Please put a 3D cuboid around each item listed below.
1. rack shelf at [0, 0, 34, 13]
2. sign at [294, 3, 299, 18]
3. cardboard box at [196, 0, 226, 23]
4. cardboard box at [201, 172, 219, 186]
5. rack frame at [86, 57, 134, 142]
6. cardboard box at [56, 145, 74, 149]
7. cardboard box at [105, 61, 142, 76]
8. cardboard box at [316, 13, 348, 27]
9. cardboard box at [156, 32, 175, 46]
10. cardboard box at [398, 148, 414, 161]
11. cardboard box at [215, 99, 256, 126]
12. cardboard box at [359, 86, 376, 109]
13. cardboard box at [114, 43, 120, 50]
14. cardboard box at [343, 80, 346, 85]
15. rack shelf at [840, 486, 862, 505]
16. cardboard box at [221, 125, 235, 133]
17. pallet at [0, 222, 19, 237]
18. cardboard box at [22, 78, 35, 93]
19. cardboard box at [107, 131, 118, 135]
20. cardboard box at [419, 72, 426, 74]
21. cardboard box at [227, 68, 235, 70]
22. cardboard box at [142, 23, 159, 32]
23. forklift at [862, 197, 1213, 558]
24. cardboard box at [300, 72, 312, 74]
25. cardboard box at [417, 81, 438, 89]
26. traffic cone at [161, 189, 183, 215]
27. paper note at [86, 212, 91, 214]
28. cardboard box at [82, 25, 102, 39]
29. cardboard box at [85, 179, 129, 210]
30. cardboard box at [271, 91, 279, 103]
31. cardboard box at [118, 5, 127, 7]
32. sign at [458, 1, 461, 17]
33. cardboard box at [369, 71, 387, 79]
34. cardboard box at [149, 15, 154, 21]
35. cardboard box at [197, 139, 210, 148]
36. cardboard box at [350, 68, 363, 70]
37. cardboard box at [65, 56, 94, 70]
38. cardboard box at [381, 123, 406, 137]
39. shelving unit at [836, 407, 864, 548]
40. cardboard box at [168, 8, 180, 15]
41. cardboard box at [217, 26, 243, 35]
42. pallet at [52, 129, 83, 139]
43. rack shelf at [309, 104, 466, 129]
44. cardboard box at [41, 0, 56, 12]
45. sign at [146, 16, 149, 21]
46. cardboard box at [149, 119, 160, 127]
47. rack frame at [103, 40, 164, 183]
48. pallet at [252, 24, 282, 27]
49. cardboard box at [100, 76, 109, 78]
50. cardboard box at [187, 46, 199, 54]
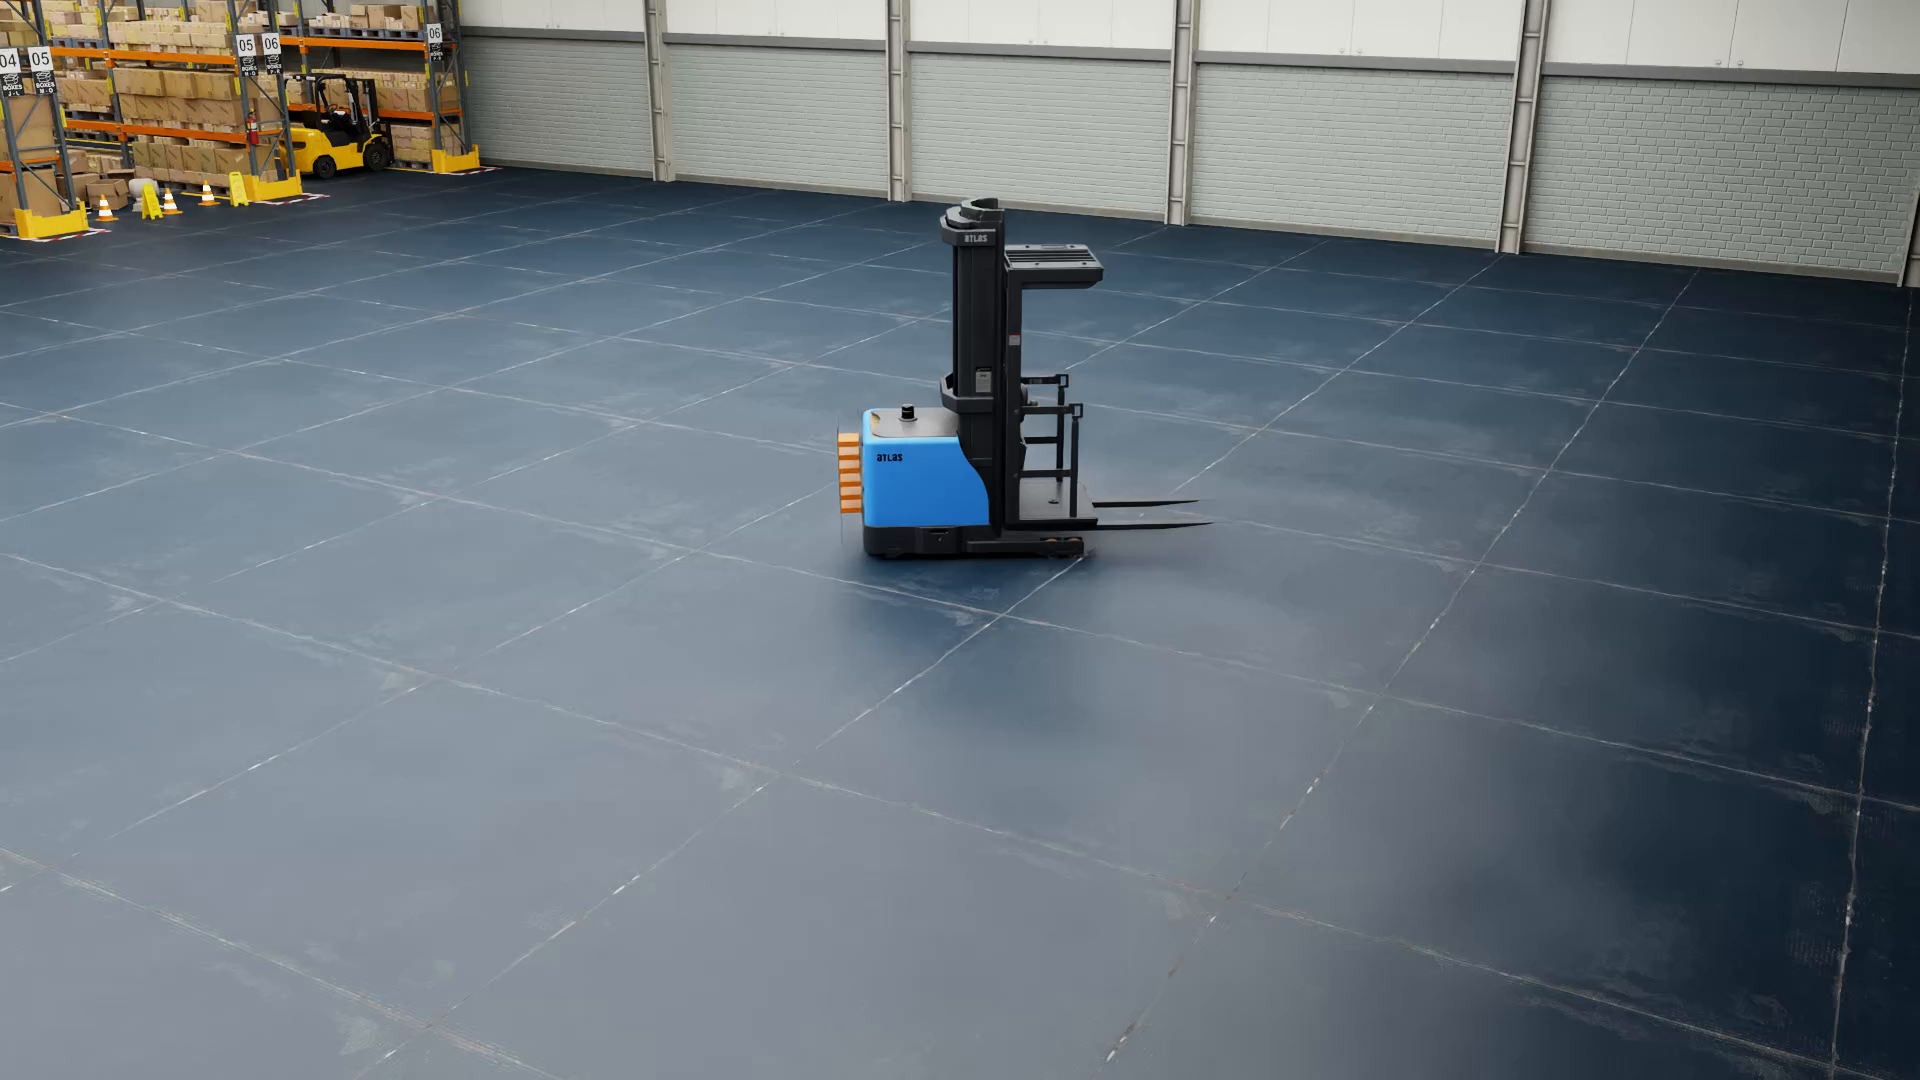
[{"bbox_3d":[-18.007,-9.542,29.412,4.000,0.370,1.077,11,23,27],"label":"rack shelf"},{"bbox_3d":[-15.266,-12.187,38.242,0.005,0.325,0.100,11,23,27],"label":"sign"},{"bbox_3d":[-17.988,-12.723,40.030,0.500,0.500,0.500,11,23,28],"label":"cardboard box"},{"bbox_3d":[-15.221,-7.453,34.227,0.500,0.250,0.500,11,23,27],"label":"cardboard box"},{"bbox_3d":[-21.994,-11.879,43.013,0.127,3.000,1.000,11,23,27],"label":"rack frame"},{"bbox_3d":[-20.431,-8.601,37.213,0.625,0.372,0.950,9,22,24],"label":"cardboard box"},{"bbox_3d":[-21.229,-11.891,42.281,0.500,0.500,0.700,11,23,28],"label":"cardboard box"},{"bbox_3d":[-14.403,-11.951,38.179,0.500,0.311,0.500,11,23,28],"label":"cardboard box"},{"bbox_3d":[-15.849,-10.142,33.608,0.500,0.250,0.500,11,23,28],"label":"cardboard box"},{"bbox_3d":[-12.512,-8.858,38.101,0.500,0.250,0.500,11,23,27],"label":"cardboard box"},{"bbox_3d":[-14.543,-8.601,33.391,0.500,0.500,0.500,10,22,26],"label":"cardboard box"},{"bbox_3d":[-13.416,-10.189,38.206,0.500,0.500,0.500,11,23,28],"label":"cardboard box"},{"bbox_3d":[-17.273,-10.237,34.453,0.250,0.149,0.380,10,22,26],"label":"cardboard box"},{"bbox_3d":[-13.985,-10.585,38.346,0.250,0.149,0.380,11,22,27],"label":"cardboard box"},{"bbox_3d":[-0.948,-0.388,14.449,0.180,0.103,0.258,-2,20,-3],"label":"rack shelf"},{"bbox_3d":[-14.641,-8.295,33.500,0.250,0.149,0.380,10,22,27],"label":"cardboard box"},{"bbox_3d":[-16.997,-5.714,30.105,1.213,0.211,1.003,11,23,27],"label":"pallet"},{"bbox_3d":[-20.181,-9.892,36.335,0.500,0.500,0.500,12,23,30],"label":"cardboard box"},{"bbox_3d":[-21.682,-10.754,42.961,0.500,0.500,0.500,12,23,30],"label":"cardboard box"},{"bbox_3d":[-12.156,-10.588,37.919,0.250,0.149,0.380,11,23,28],"label":"cardboard box"},{"bbox_3d":[-17.836,-11.562,41.040,0.250,0.149,0.380,11,23,29],"label":"cardboard box"},{"bbox_3d":[-16.387,-10.429,33.815,0.250,0.149,0.380,10,22,26],"label":"cardboard box"},{"bbox_3d":[0.667,-1.400,14.225,3.031,2.935,1.130,-1,20,-3],"label":"forklift"},{"bbox_3d":[-15.639,-11.125,39.836,0.250,0.149,0.380,11,23,27],"label":"cardboard box"},{"bbox_3d":[-11.957,-10.210,37.313,0.250,0.149,0.380,11,23,28],"label":"cardboard box"},{"bbox_3d":[-15.184,-6.513,31.940,0.334,0.463,0.336,11,23,27],"label":"traffic cone"},{"bbox_3d":[-16.766,-6.278,31.927,0.144,0.017,0.142,-16,26,-38],"label":"paper note"},{"bbox_3d":[-18.008,-10.662,34.861,0.500,0.250,0.500,10,22,26],"label":"cardboard box"},{"bbox_3d":[-16.703,-6.770,32.589,0.637,0.503,0.797,-4,20,-10],"label":"cardboard box"},{"bbox_3d":[-16.019,-10.566,39.613,0.500,0.250,0.500,11,22,27],"label":"cardboard box"},{"bbox_3d":[-21.217,-13.465,42.156,0.250,0.149,0.380,10,22,26],"label":"cardboard box"},{"bbox_3d":[-11.242,-11.906,37.290,0.005,0.325,0.100,11,23,27],"label":"sign"},{"bbox_3d":[-13.275,-10.626,38.023,0.250,0.149,0.380,11,23,28],"label":"cardboard box"},{"bbox_3d":[-19.794,-12.913,41.100,0.250,0.149,0.380,11,23,28],"label":"cardboard box"},{"bbox_3d":[-15.333,-8.107,33.979,0.250,0.149,0.380,11,23,28],"label":"cardboard box"},{"bbox_3d":[-14.147,-10.984,39.009,0.250,0.149,0.380,11,22,27],"label":"cardboard box"},{"bbox_3d":[-23.164,-12.628,43.761,0.500,0.500,0.500,10,22,26],"label":"cardboard box"},{"bbox_3d":[-12.966,-9.406,38.146,0.500,0.250,0.500,11,23,28],"label":"cardboard box"},{"bbox_3d":[-0.951,-0.542,14.393,0.189,1.200,0.258,-2,20,-3],"label":"shelving unit"},{"bbox_3d":[-19.124,-12.925,40.697,0.250,0.149,0.380,10,22,25],"label":"cardboard box"},{"bbox_3d":[-14.375,-10.041,32.744,0.250,0.149,0.380,11,23,28],"label":"cardboard box"},{"bbox_3d":[-23.662,-10.885,44.362,1.213,0.211,1.003,11,23,27],"label":"pallet"},{"bbox_3d":[-13.264,-9.878,38.551,4.000,0.370,1.077,11,23,27],"label":"rack shelf"},{"bbox_3d":[-23.438,-13.775,42.889,0.500,0.250,0.500,11,23,28],"label":"cardboard box"},{"bbox_3d":[-17.169,-10.887,35.119,0.005,0.325,0.100,11,23,27],"label":"sign"},{"bbox_3d":[-16.617,-8.692,34.593,0.250,0.149,0.380,12,23,29],"label":"cardboard box"},{"bbox_3d":[-17.427,-9.071,35.270,0.127,3.000,1.000,11,23,27],"label":"rack frame"},{"bbox_3d":[-16.888,-12.264,39.952,1.213,0.211,1.003,12,23,30],"label":"pallet"},{"bbox_3d":[-18.559,-9.788,36.048,0.500,0.500,0.500,11,22,27],"label":"cardboard box"},{"bbox_3d":[-15.261,-9.849,33.384,0.250,0.149,0.380,11,22,27],"label":"cardboard box"}]
